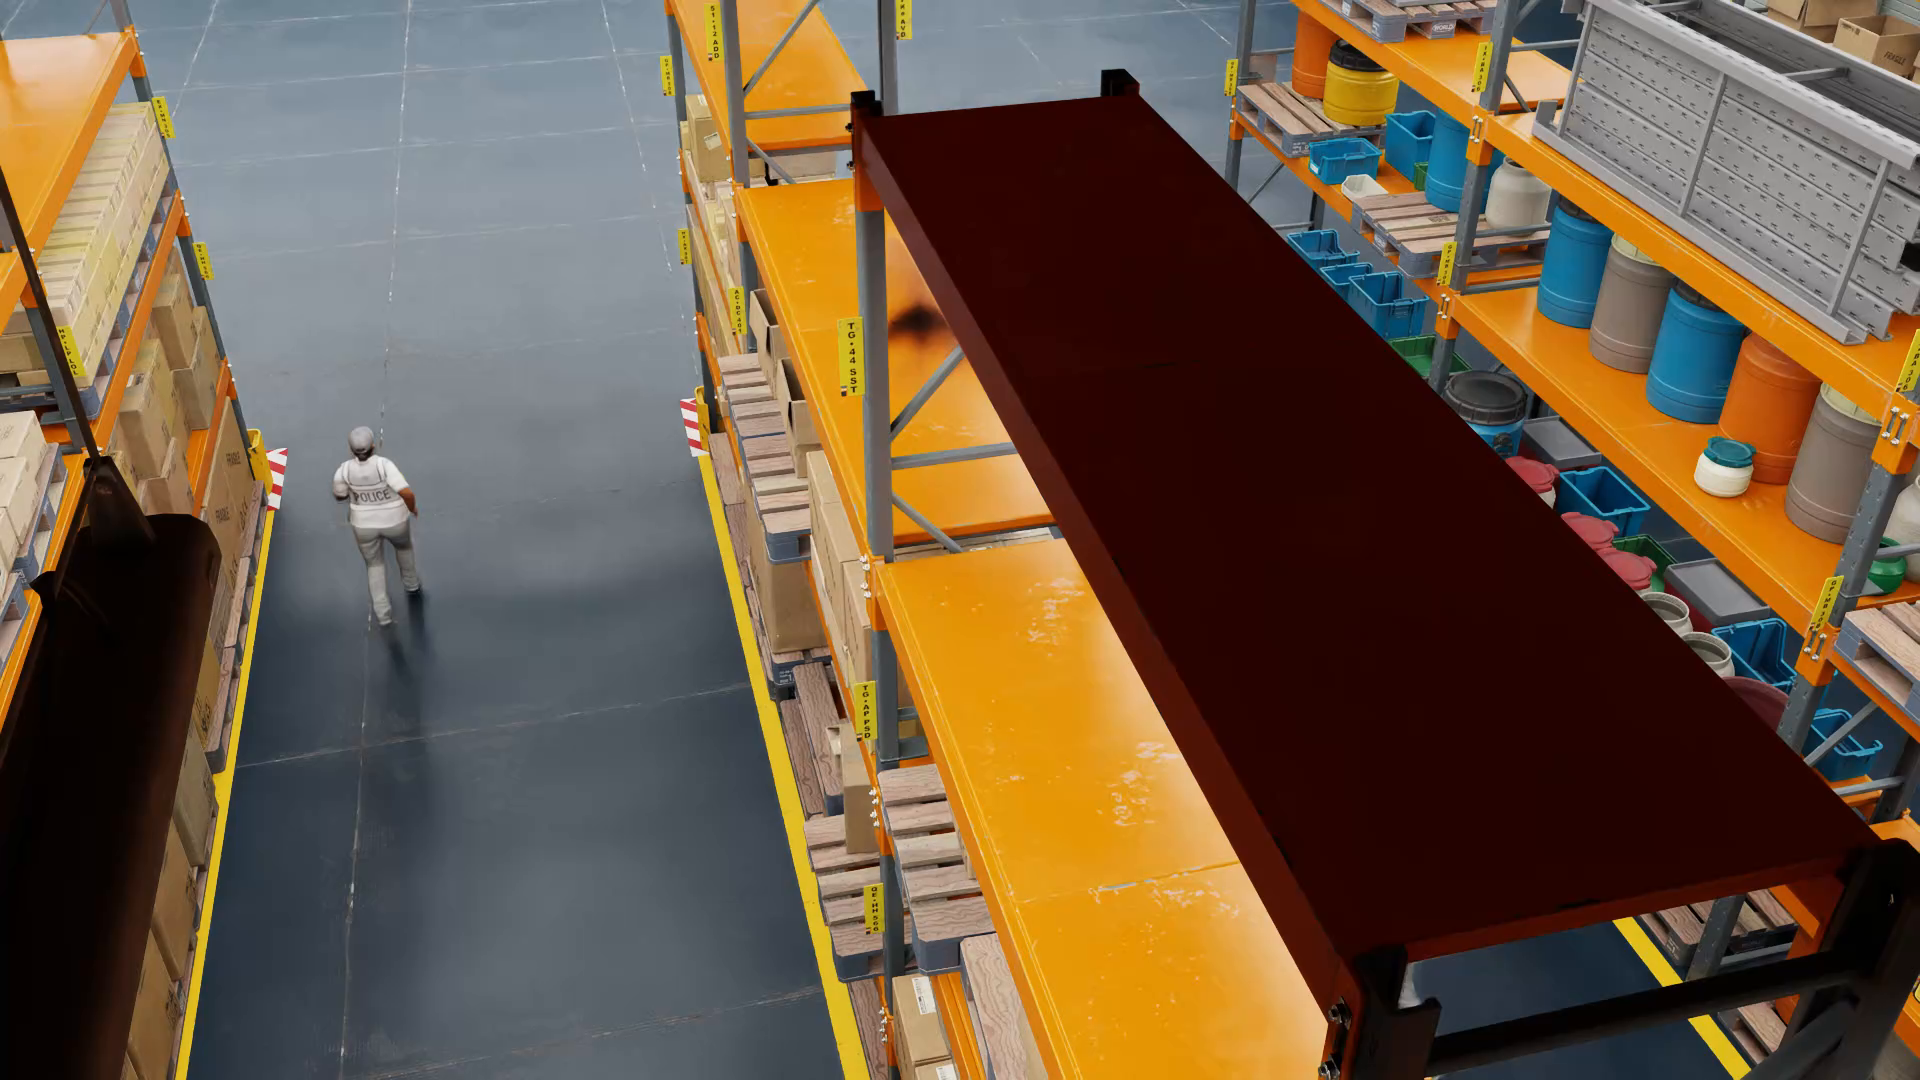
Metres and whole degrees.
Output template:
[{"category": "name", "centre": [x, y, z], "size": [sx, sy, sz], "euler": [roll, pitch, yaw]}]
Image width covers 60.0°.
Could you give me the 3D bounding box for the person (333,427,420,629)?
[{"category": "person", "centre": [-4.440, -0.121, 12.770], "size": [0.610, 1.675, 0.915], "euler": [-8, 35, -12]}]

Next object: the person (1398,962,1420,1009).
[{"category": "person", "centre": [2.515, 2.233, 9.355], "size": [0.584, 1.754, 0.760], "euler": [-11, 36, -15]}]
